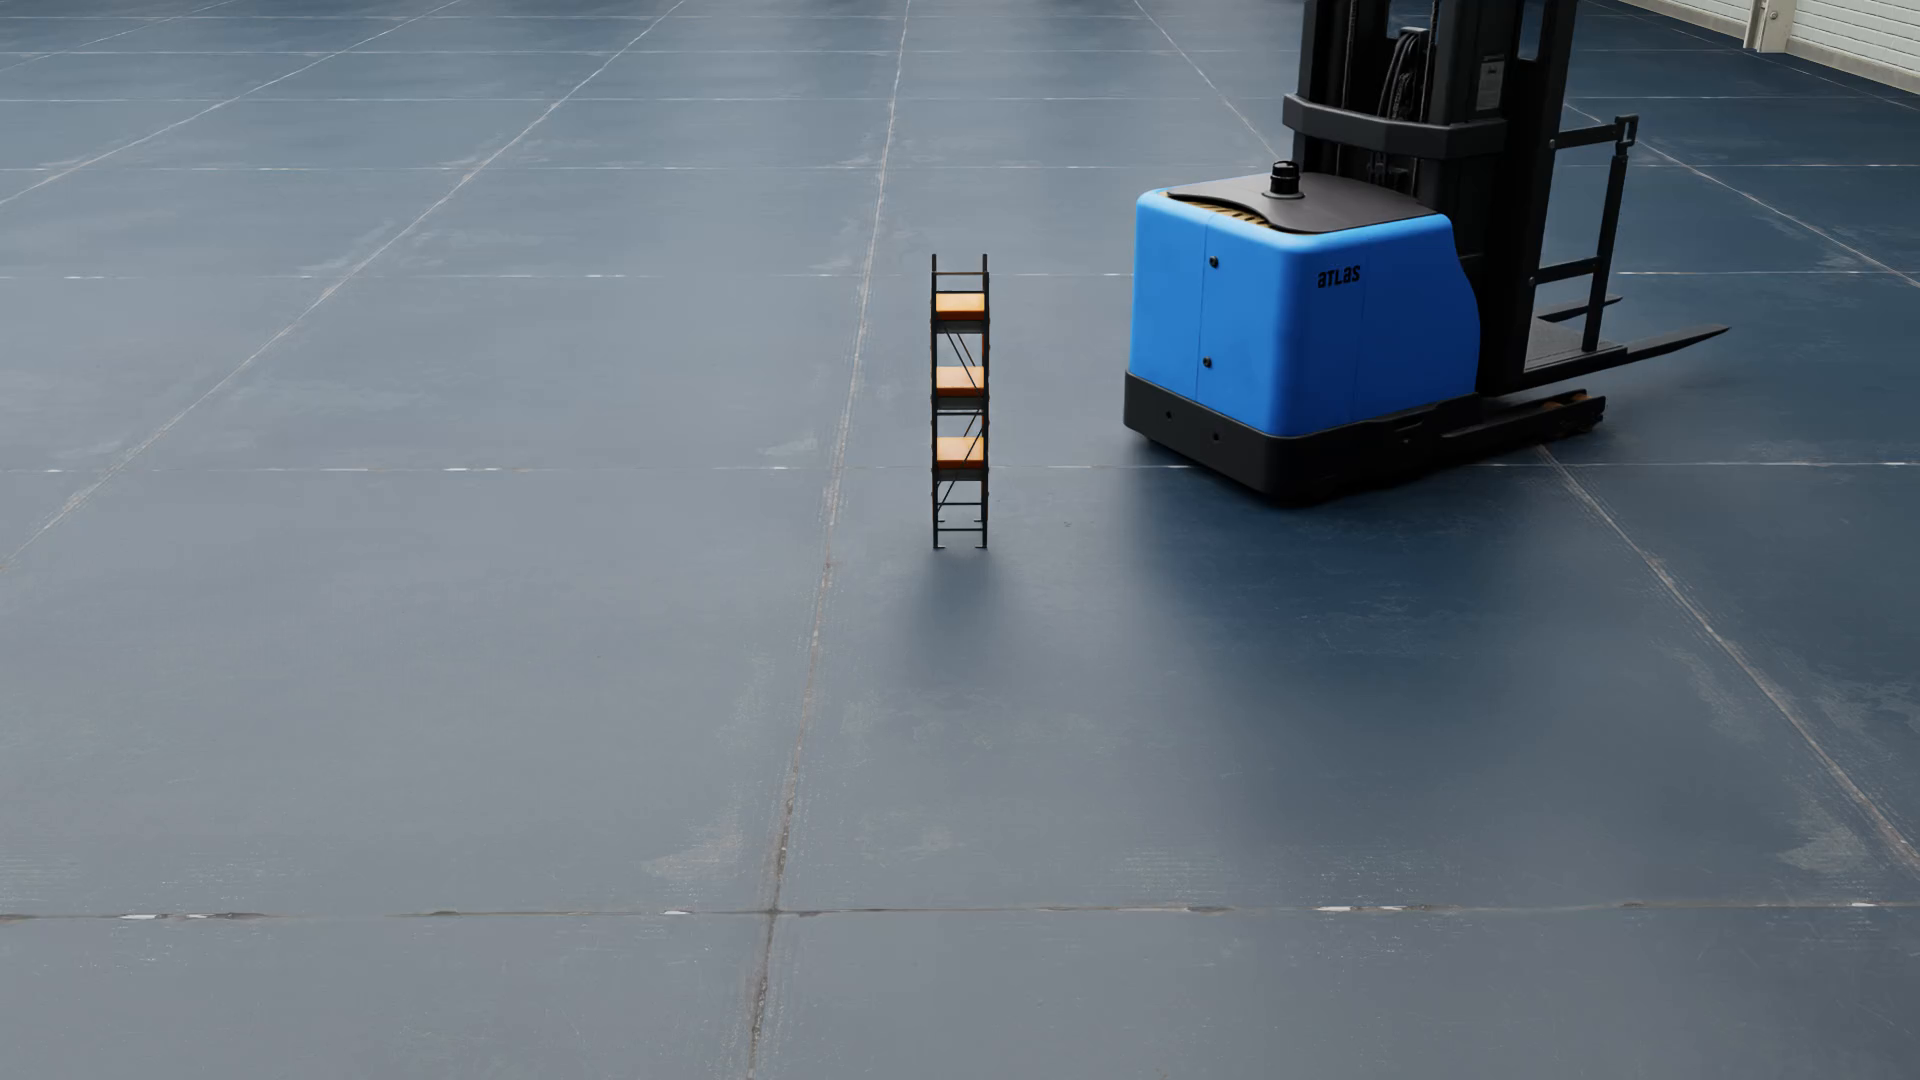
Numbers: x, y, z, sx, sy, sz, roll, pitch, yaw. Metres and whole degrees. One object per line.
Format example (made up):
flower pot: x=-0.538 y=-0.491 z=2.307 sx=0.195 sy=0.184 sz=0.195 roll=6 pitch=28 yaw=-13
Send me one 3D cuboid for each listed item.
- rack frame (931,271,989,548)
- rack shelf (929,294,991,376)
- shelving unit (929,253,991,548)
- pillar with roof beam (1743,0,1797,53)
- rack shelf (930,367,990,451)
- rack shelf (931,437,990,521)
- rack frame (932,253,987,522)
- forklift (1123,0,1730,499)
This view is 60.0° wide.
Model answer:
rack frame: x=0.001 y=-0.450 z=5.971 sx=0.200 sy=1.050 sz=0.008 roll=0 pitch=24 yaw=-1
rack shelf: x=-0.001 y=-0.749 z=5.970 sx=0.215 sy=0.259 sz=0.240 roll=0 pitch=24 yaw=-1
shelving unit: x=-0.001 y=-0.500 z=6.082 sx=0.215 sy=1.050 sz=0.252 roll=0 pitch=24 yaw=-1
pillar with roof beam: x=4.380 y=-9.368 z=16.044 sx=9.100 sy=9.000 sz=0.400 roll=0 pitch=24 yaw=-1
rack shelf: x=-0.001 y=-0.491 z=6.087 sx=0.215 sy=0.259 sz=0.240 roll=0 pitch=24 yaw=-1
rack shelf: x=-0.001 y=-0.238 z=6.201 sx=0.215 sy=0.259 sz=0.240 roll=0 pitch=24 yaw=-1
rack frame: x=-0.002 y=-0.551 z=6.194 sx=0.200 sy=1.050 sz=0.008 roll=0 pitch=24 yaw=-1
forklift: x=2.228 y=-1.937 z=6.976 sx=3.031 sy=2.935 sz=1.130 roll=-14 pitch=28 yaw=-29
